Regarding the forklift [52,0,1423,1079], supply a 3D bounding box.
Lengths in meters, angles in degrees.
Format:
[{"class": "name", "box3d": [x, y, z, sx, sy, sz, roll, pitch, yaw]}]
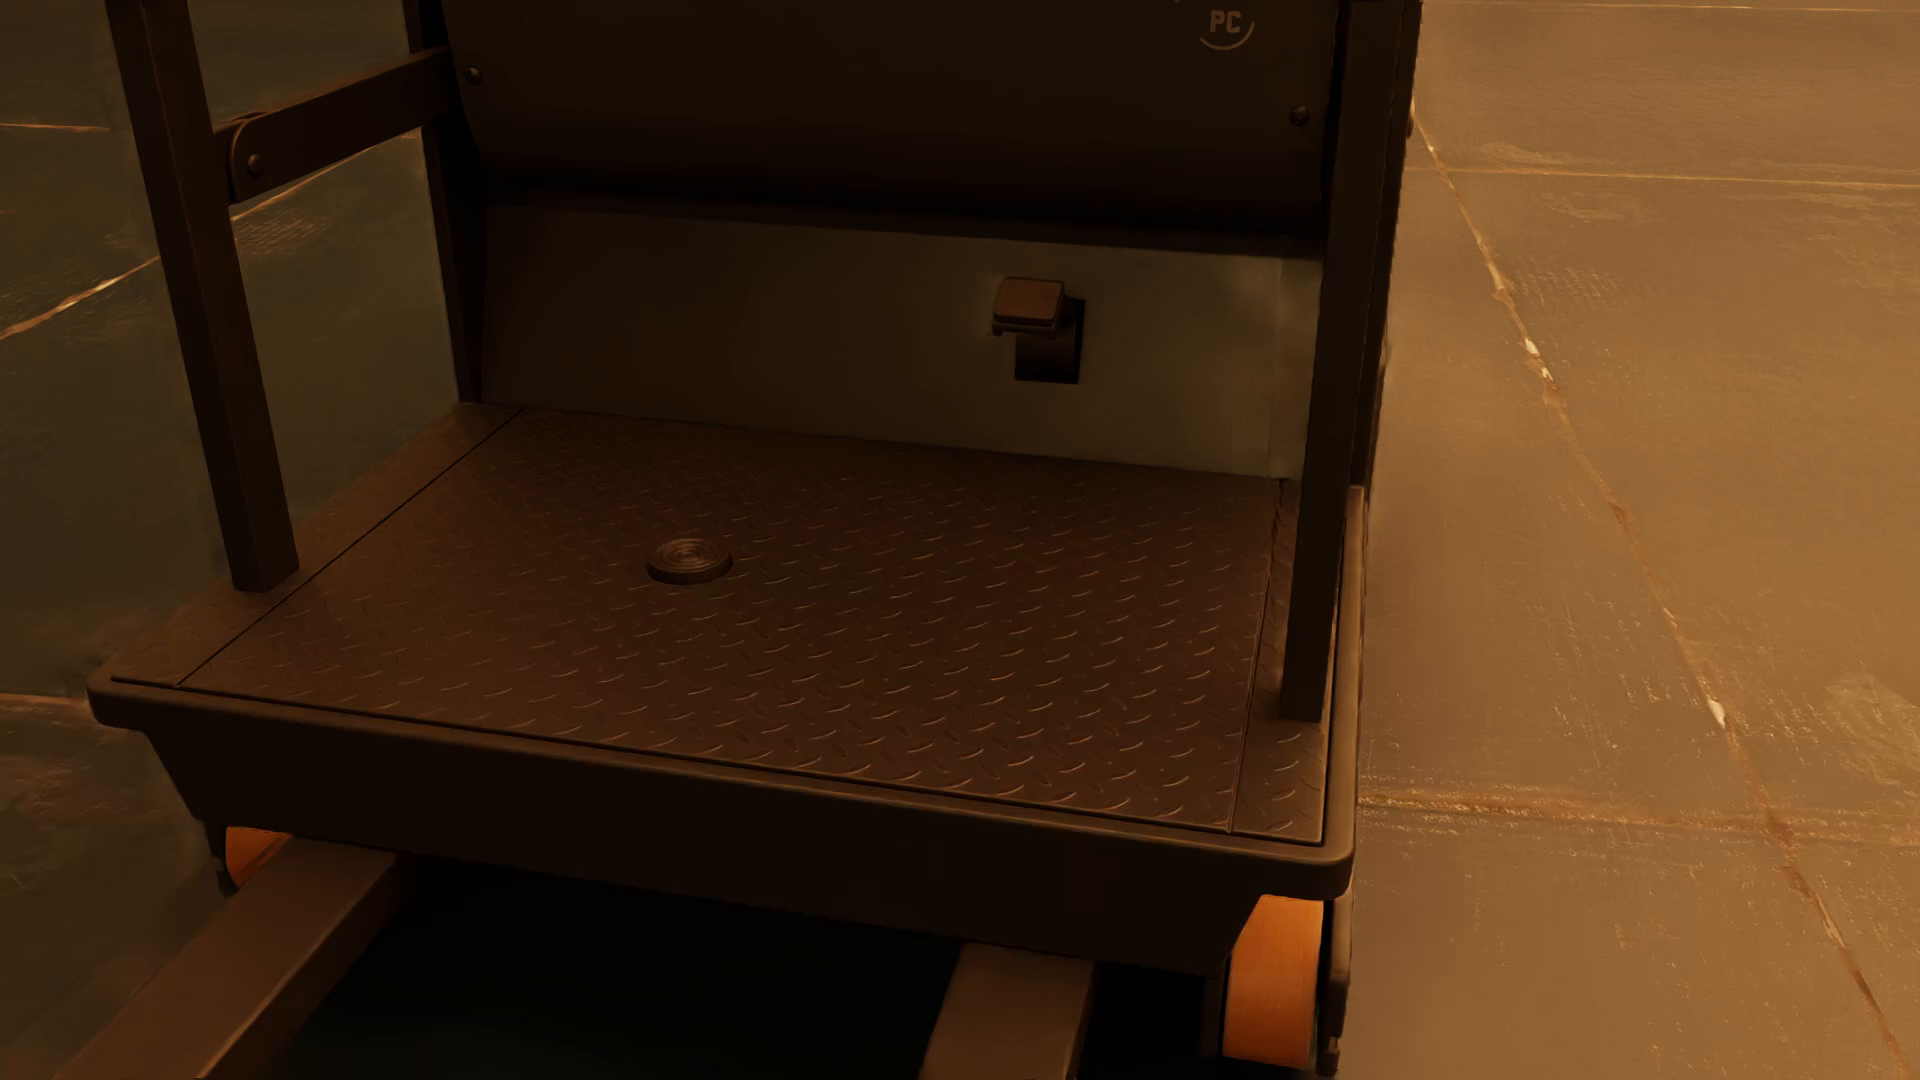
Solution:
[{"class": "forklift", "box3d": [-0.132, -1.015, 1.251, 1.130, 2.935, 3.031, 6, 27, 12]}]
